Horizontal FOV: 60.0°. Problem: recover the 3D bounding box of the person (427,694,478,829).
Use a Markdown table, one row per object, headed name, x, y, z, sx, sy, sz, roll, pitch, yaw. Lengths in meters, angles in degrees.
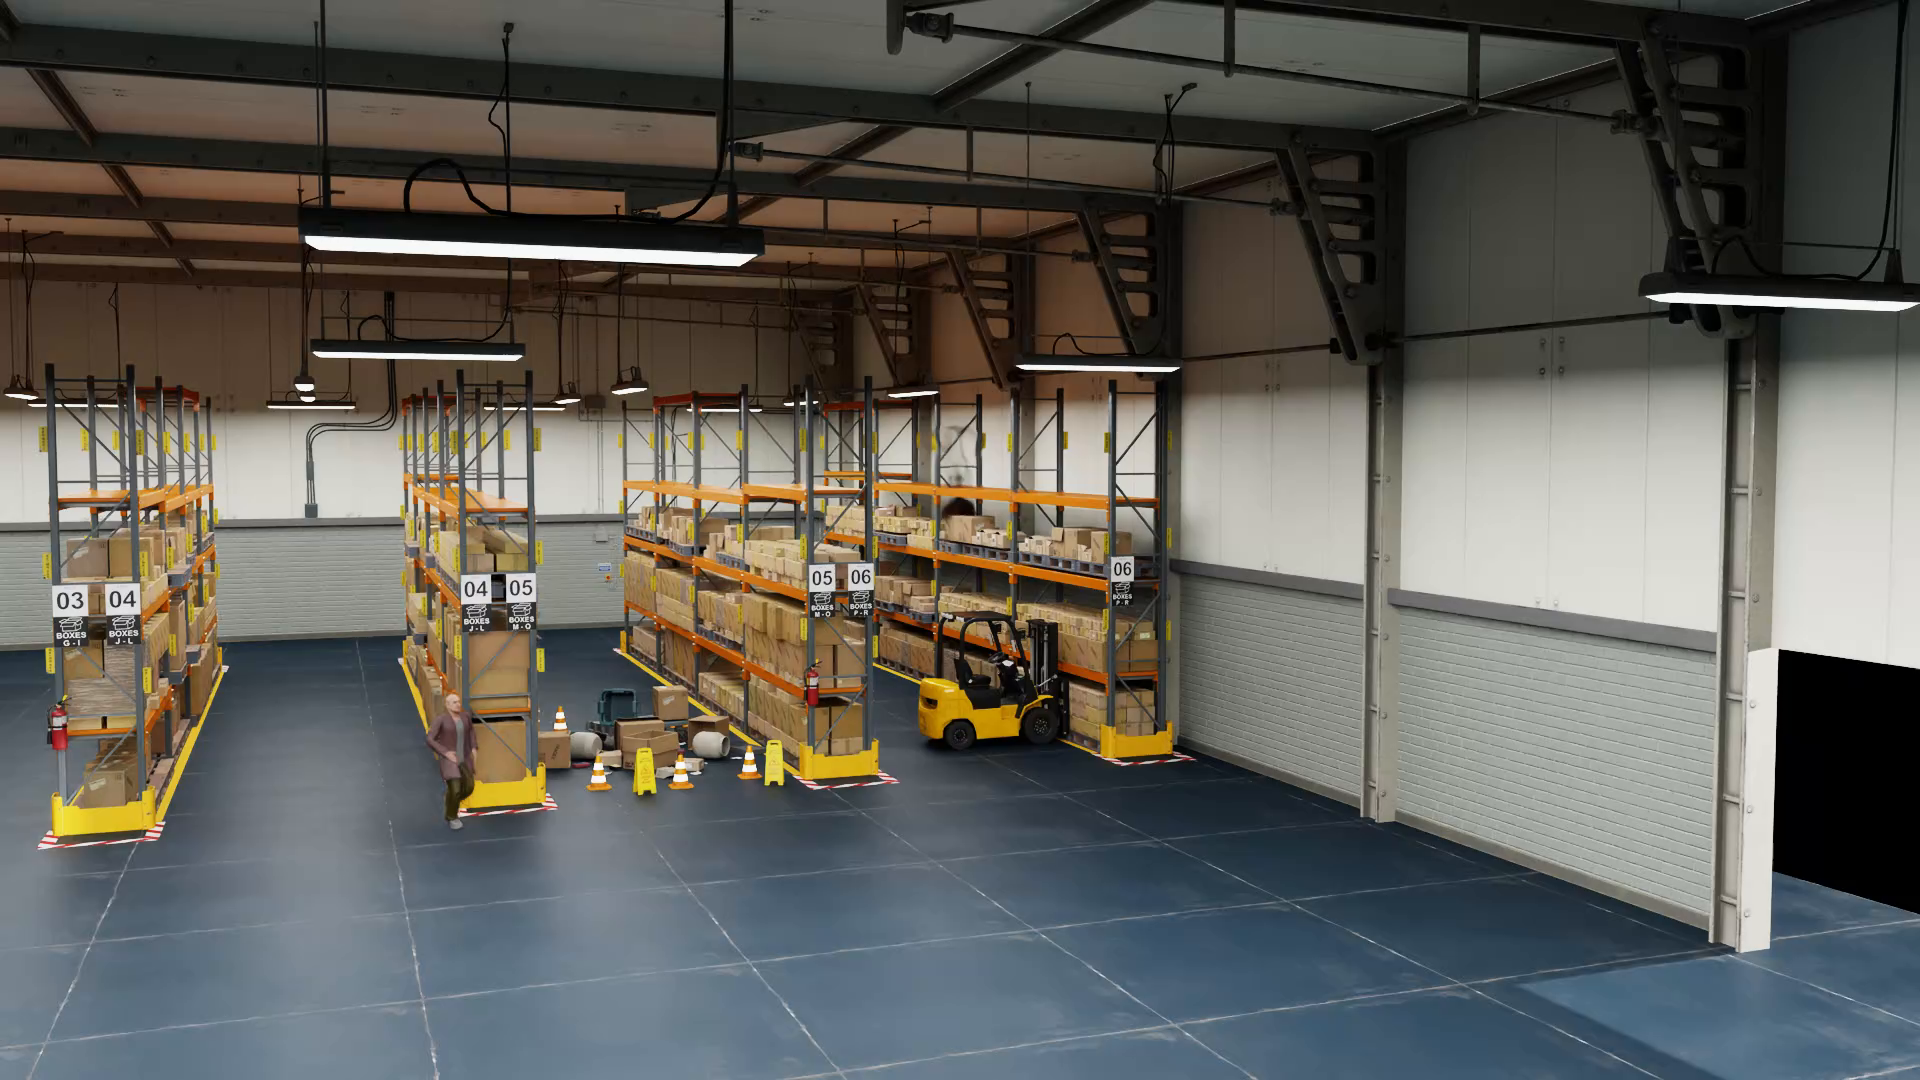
| name | x | y | z | sx | sy | sz | roll | pitch | yaw |
| --- | --- | --- | --- | --- | --- | --- | --- | --- | --- |
| person | -6.603 | 2.870 | 21.675 | 0.664 | 1.738 | 0.756 | 3 | 4 | 38 |
